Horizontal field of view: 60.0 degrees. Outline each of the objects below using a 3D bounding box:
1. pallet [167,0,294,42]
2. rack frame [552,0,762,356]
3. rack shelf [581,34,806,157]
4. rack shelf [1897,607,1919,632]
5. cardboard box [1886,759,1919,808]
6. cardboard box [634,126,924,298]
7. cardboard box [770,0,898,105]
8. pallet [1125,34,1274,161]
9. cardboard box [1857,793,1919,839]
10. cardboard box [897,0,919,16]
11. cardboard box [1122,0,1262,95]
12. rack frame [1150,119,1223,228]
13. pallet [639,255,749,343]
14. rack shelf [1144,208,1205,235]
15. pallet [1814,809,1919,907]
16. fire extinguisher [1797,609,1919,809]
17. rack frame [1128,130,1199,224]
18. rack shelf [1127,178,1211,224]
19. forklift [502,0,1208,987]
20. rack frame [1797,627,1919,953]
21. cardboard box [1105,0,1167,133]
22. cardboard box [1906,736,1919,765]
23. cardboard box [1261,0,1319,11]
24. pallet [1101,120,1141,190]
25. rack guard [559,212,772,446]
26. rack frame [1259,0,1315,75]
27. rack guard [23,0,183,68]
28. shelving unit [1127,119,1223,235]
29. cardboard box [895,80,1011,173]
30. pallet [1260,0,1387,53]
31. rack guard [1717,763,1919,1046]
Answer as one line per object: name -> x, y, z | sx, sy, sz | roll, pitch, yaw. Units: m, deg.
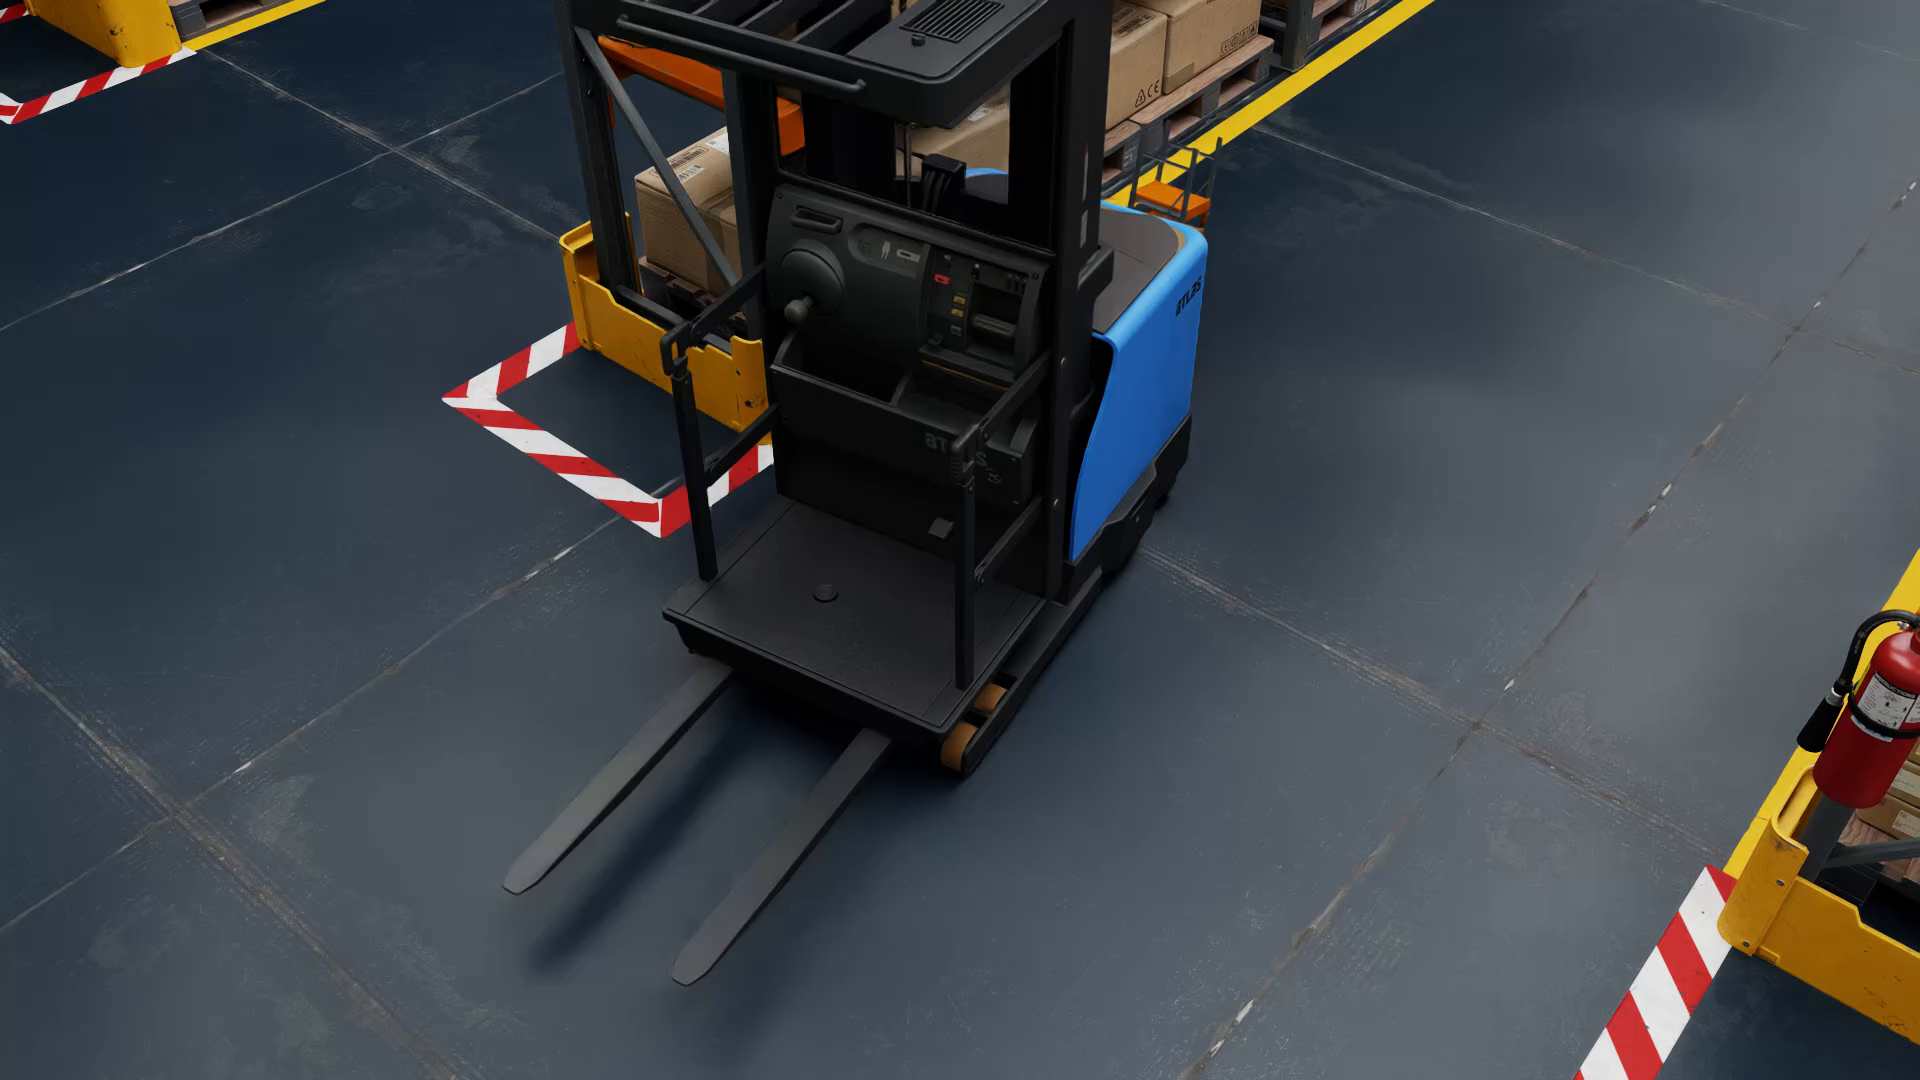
pallet -> -4.348, -3.389, 9.821 | 1.003, 0.211, 1.213 | 29, 50, 28
rack frame -> -1.108, -1.824, 6.026 | 1.000, 3.000, 0.127 | 29, 50, 28
rack shelf -> 0.179, -2.588, 7.401 | 1.077, 0.370, 4.000 | 29, 50, 28
rack shelf -> 4.033, -0.497, 5.101 | 1.077, 0.370, 4.000 | 29, 50, 28
cardboard box -> 2.867, 0.661, 4.879 | 0.380, 0.149, 0.250 | 28, 49, 27
cardboard box -> -0.760, -1.415, 7.168 | 0.875, 0.438, 0.875 | 28, 49, 27
cardboard box -> -0.579, -1.984, 6.128 | 0.500, 0.500, 0.500 | 29, 50, 28
pallet -> 0.917, -2.494, 8.836 | 1.003, 0.211, 1.213 | 29, 50, 28
cardboard box -> 2.925, 0.805, 4.942 | 0.380, 0.149, 0.250 | 30, 50, 29
cardboard box -> -0.275, -2.256, 6.428 | 0.500, 0.500, 0.500 | 29, 50, 28
cardboard box -> 0.980, -2.814, 8.708 | 0.875, 0.438, 0.875 | 29, 50, 28
rack frame -> 0.805, -1.032, 6.507 | 0.240, 1.200, 0.006 | 27, 38, 26
pallet -> -0.653, -1.238, 7.455 | 1.003, 0.211, 1.213 | 29, 50, 28
rack shelf -> 0.773, -1.157, 6.334 | 0.258, 0.103, 0.180 | 27, 38, 26
pallet -> 3.345, 0.857, 5.151 | 1.003, 0.211, 1.213 | 29, 50, 28
fire extinguisher -> 2.230, 0.364, 3.955 | 0.296, 0.674, 0.183 | 29, 50, 28
rack frame -> 0.698, -0.960, 6.377 | 0.240, 1.200, 0.006 | 27, 38, 26
rack shelf -> 0.786, -1.256, 6.268 | 0.258, 0.103, 0.180 | 27, 38, 26
forklift -> -0.283, -0.685, 4.825 | 1.130, 2.935, 3.031 | 21, 46, 22
rack frame -> 2.746, 0.267, 3.727 | 1.000, 3.000, 0.127 | 29, 50, 28
cardboard box -> 0.404, -2.353, 8.200 | 0.875, 0.438, 0.875 | 28, 49, 27
cardboard box -> 2.892, 0.564, 4.765 | 0.380, 0.149, 0.250 | 30, 50, 29
cardboard box -> 1.804, -3.607, 9.254 | 0.875, 0.875, 0.875 | 31, 51, 30
pallet -> 0.132, -1.863, 8.142 | 1.003, 0.211, 1.213 | 29, 50, 28
rack guard -> -1.123, -0.887, 6.854 | 1.175, 0.500, 0.348 | 29, 50, 28
rack frame -> 1.466, -3.884, 8.291 | 1.000, 3.000, 0.127 | 29, 50, 28
rack guard -> -4.861, -3.085, 9.272 | 1.175, 0.500, 0.348 | 29, 50, 28
shelving unit -> 0.752, -0.996, 6.442 | 0.258, 1.200, 0.189 | 27, 38, 26
cardboard box -> -0.177, -1.889, 7.691 | 0.875, 0.438, 0.875 | 31, 51, 29
pallet -> 1.905, -3.282, 9.702 | 1.003, 0.211, 1.213 | 29, 50, 28
rack guard -> 2.795, 1.153, 4.610 | 1.175, 0.500, 0.348 | 29, 50, 28
